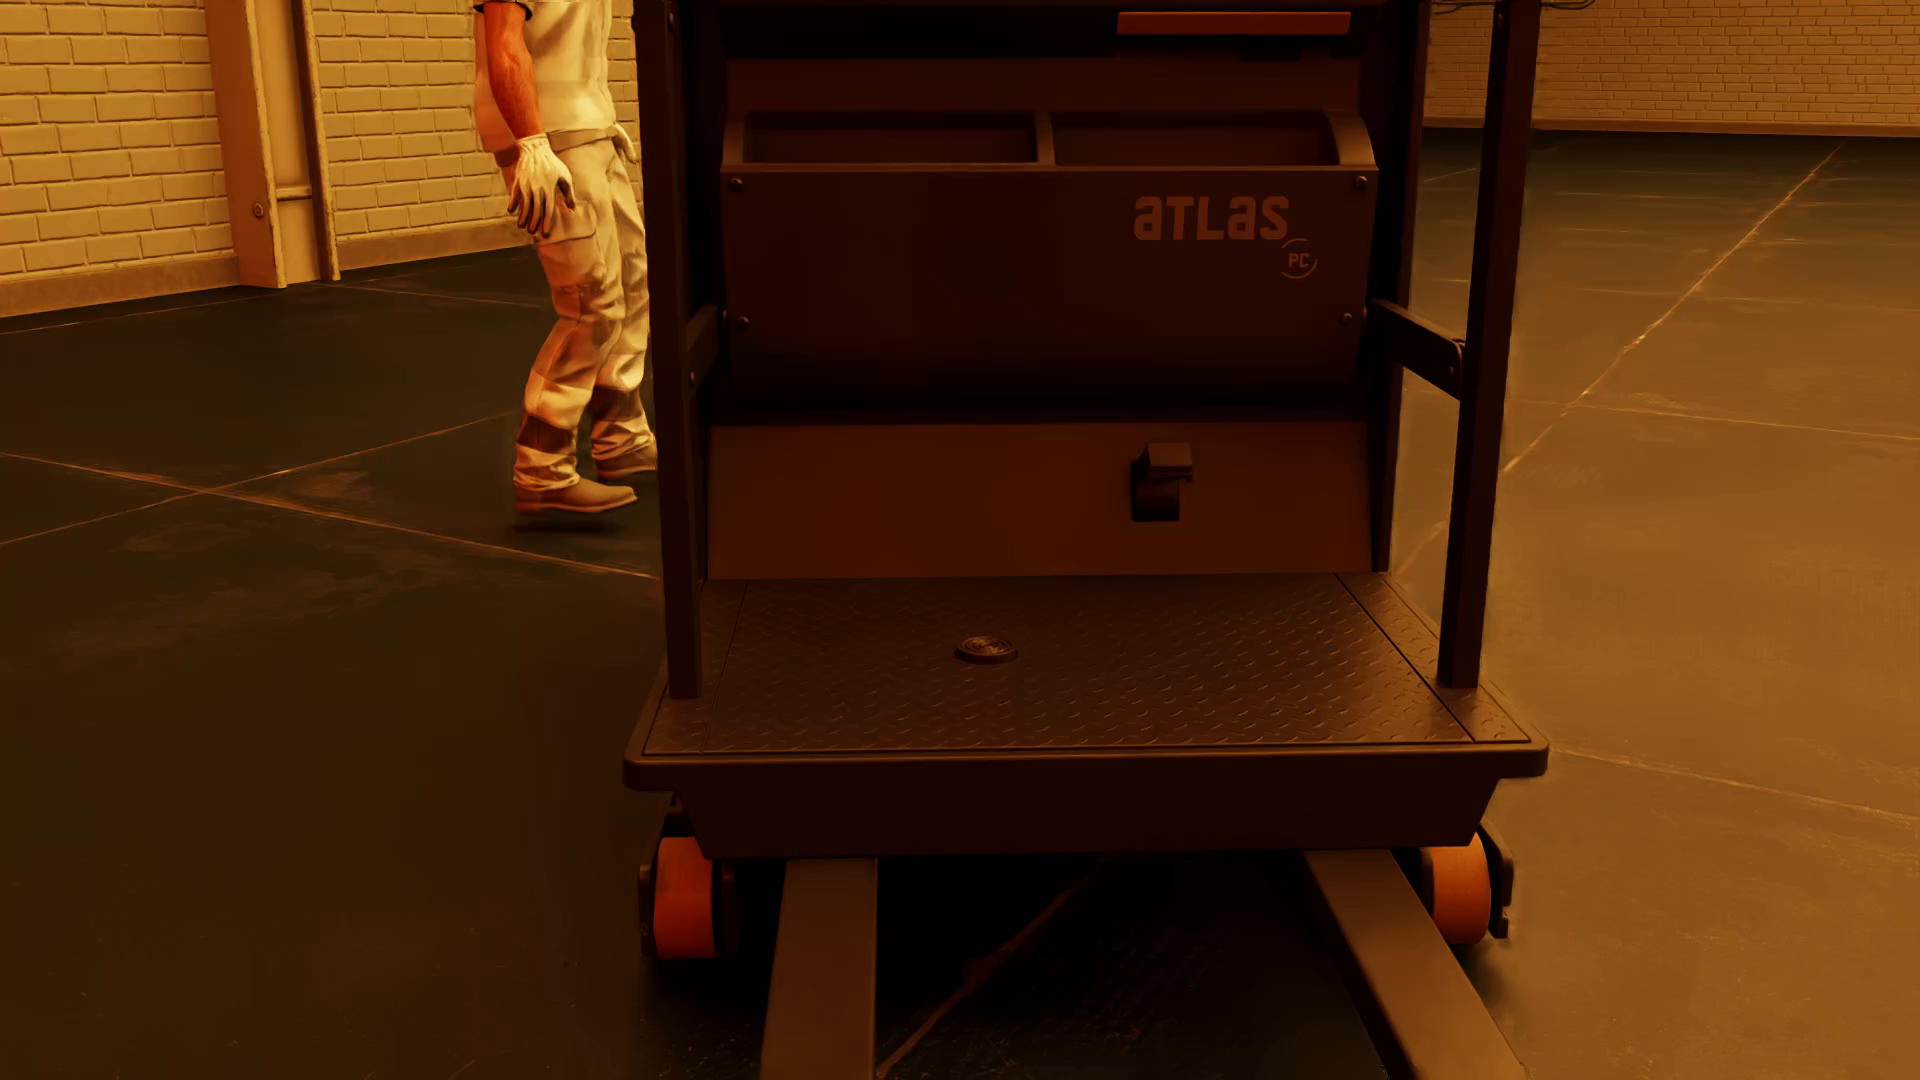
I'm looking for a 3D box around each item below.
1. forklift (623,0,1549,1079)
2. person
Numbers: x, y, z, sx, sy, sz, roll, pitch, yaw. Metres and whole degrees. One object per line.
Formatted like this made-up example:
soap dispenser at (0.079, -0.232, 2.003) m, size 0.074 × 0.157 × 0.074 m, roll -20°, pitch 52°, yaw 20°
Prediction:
forklift at (0.136, -0.947, 2.069) m, size 1.130 × 2.935 × 3.031 m, roll -1°, pitch 16°, yaw -2°
person at (-0.907, -0.946, 4.007) m, size 0.472 × 1.759 × 0.793 m, roll -1°, pitch 16°, yaw -5°
